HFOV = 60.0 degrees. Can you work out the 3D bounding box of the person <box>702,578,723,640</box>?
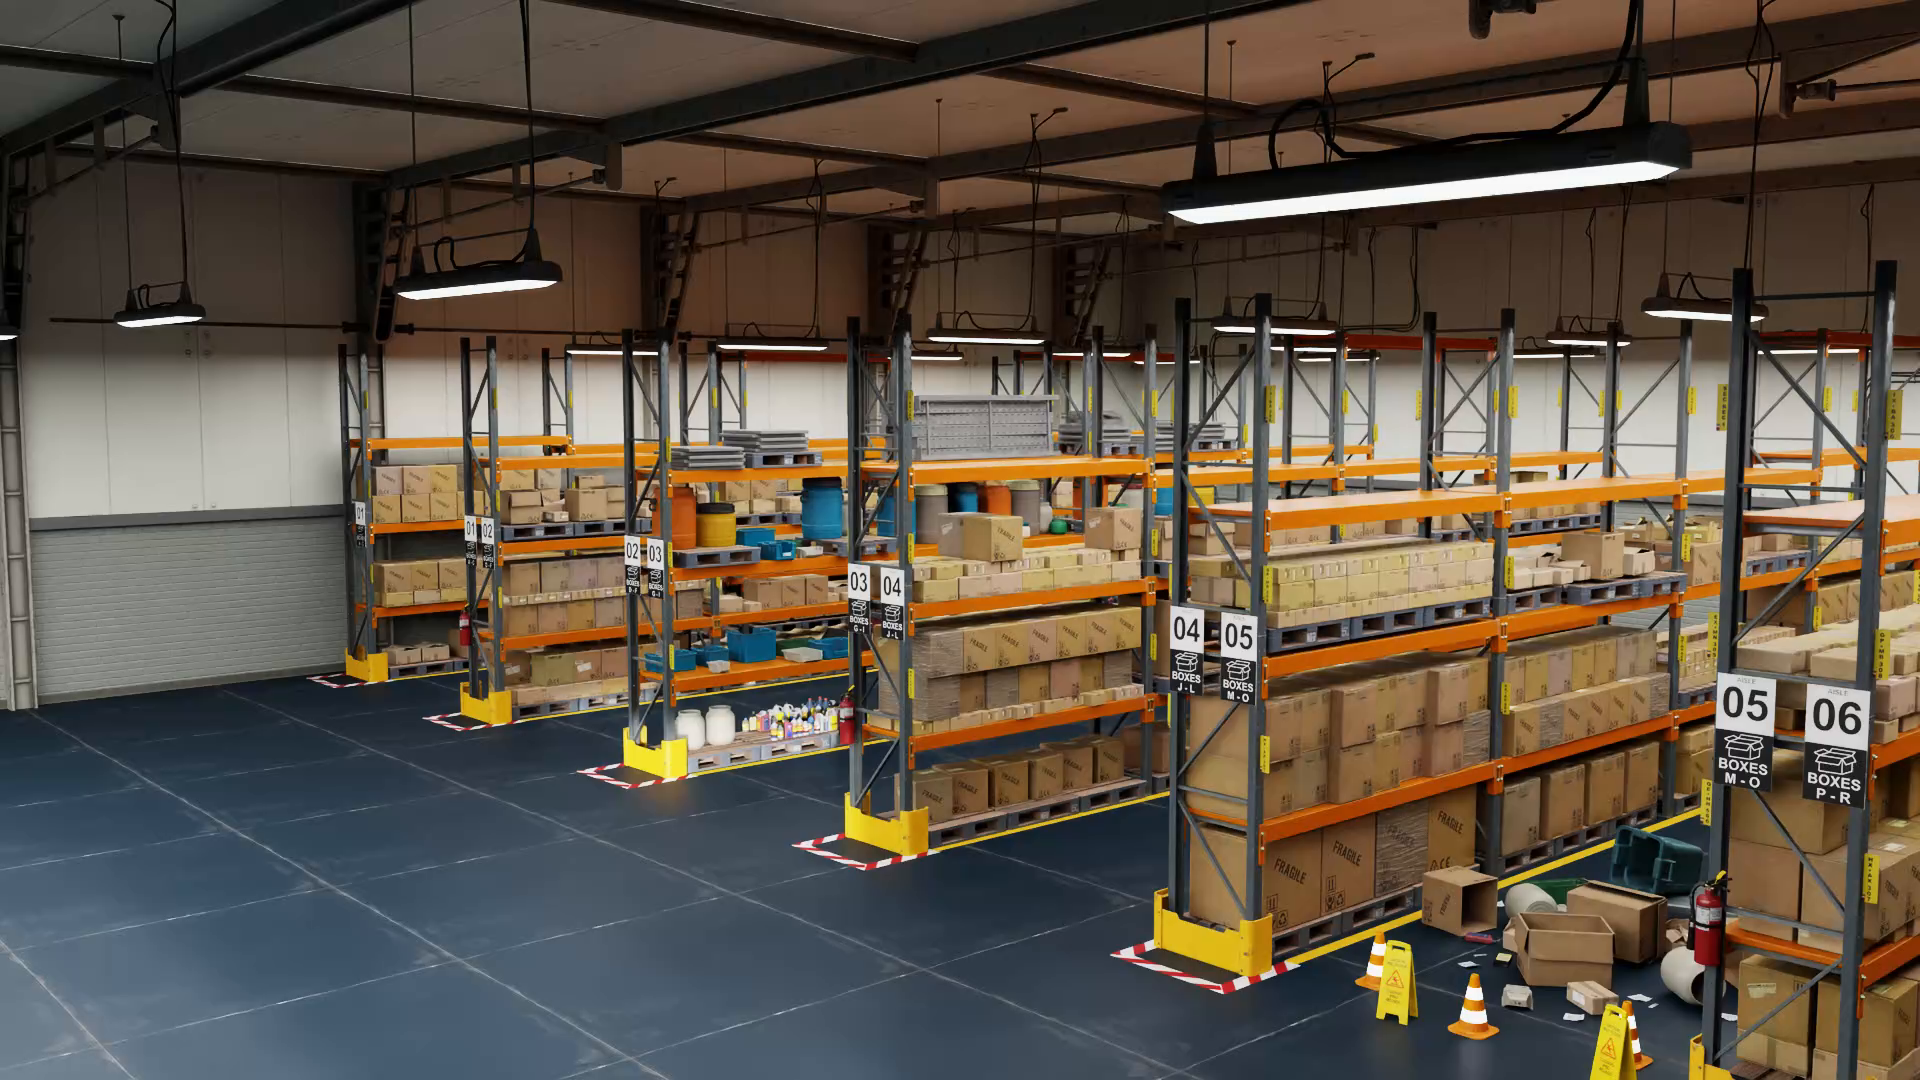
[{"bbox_3d":[-4.938,1.409,32.991,0.473,1.712,0.442,2,5,20],"label":"person"}]
